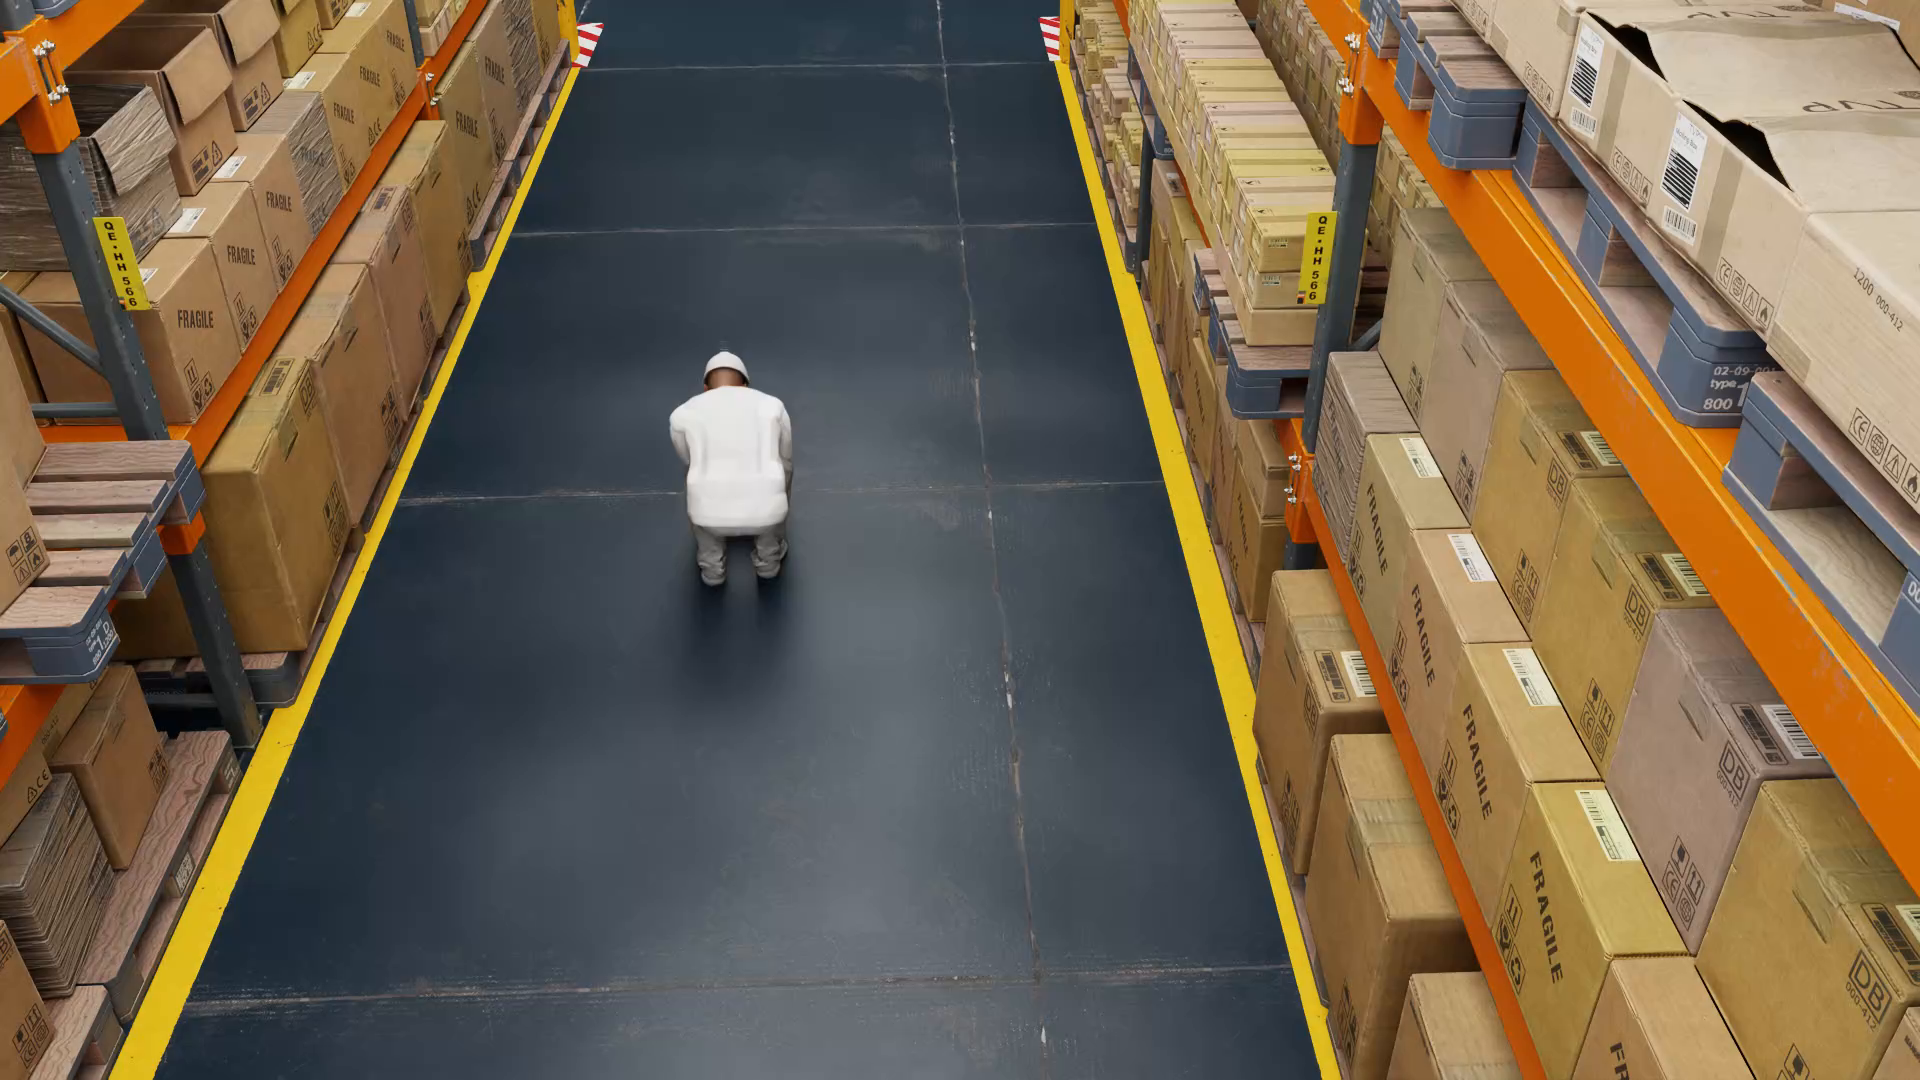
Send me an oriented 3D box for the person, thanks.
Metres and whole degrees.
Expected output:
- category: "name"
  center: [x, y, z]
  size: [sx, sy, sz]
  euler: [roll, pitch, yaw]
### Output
- category: "person"
  center: [-1.013, -0.266, 7.416]
  size: [0.534, 0.887, 0.934]
  euler: [-2, 35, -3]
